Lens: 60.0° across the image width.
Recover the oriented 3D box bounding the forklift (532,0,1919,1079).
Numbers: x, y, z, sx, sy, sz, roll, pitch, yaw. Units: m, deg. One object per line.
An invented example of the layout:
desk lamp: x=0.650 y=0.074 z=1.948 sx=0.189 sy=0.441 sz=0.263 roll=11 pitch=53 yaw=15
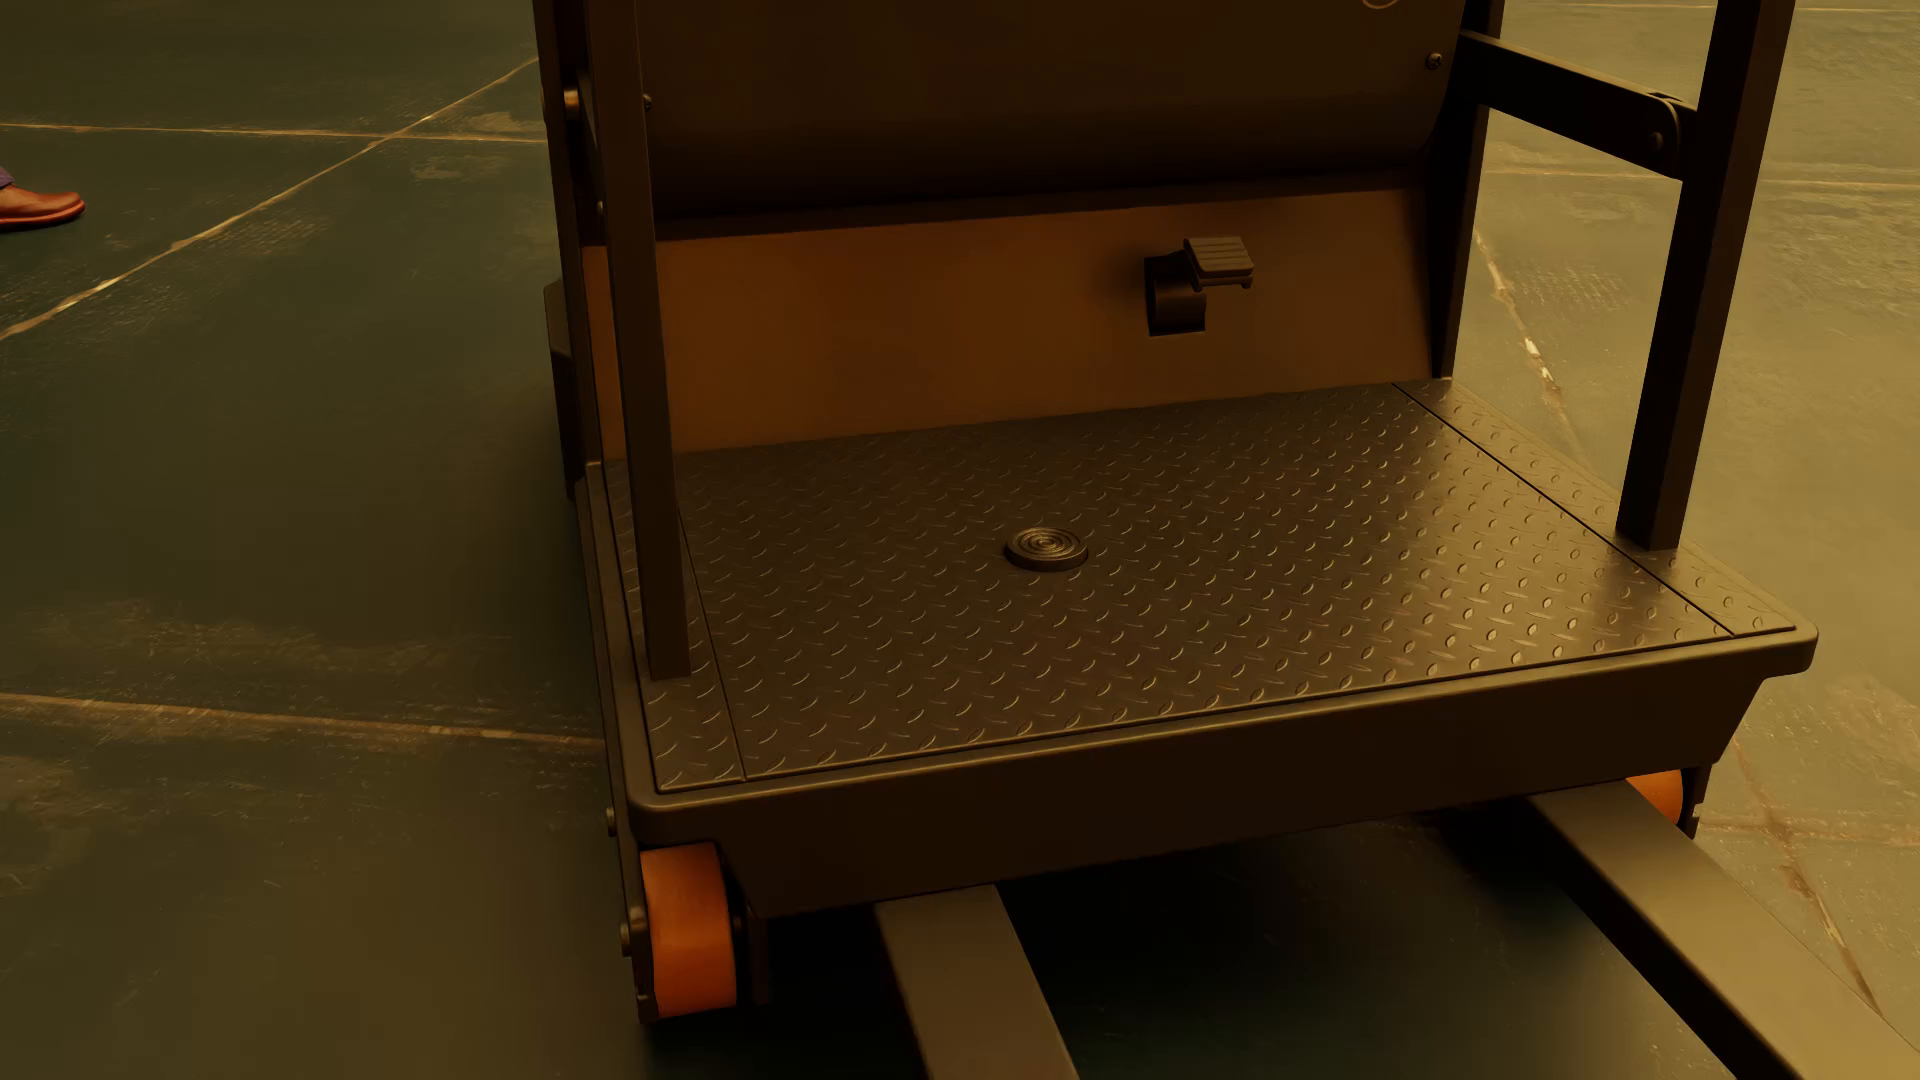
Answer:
forklift: x=0.153 y=-1.049 z=1.319 sx=1.130 sy=2.935 sz=3.031 roll=-7 pitch=27 yaw=-13

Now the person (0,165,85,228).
person: x=-2.510 y=-1.518 z=3.682 sx=0.599 sy=1.650 sz=0.502 roll=16 pitch=31 yaw=29
